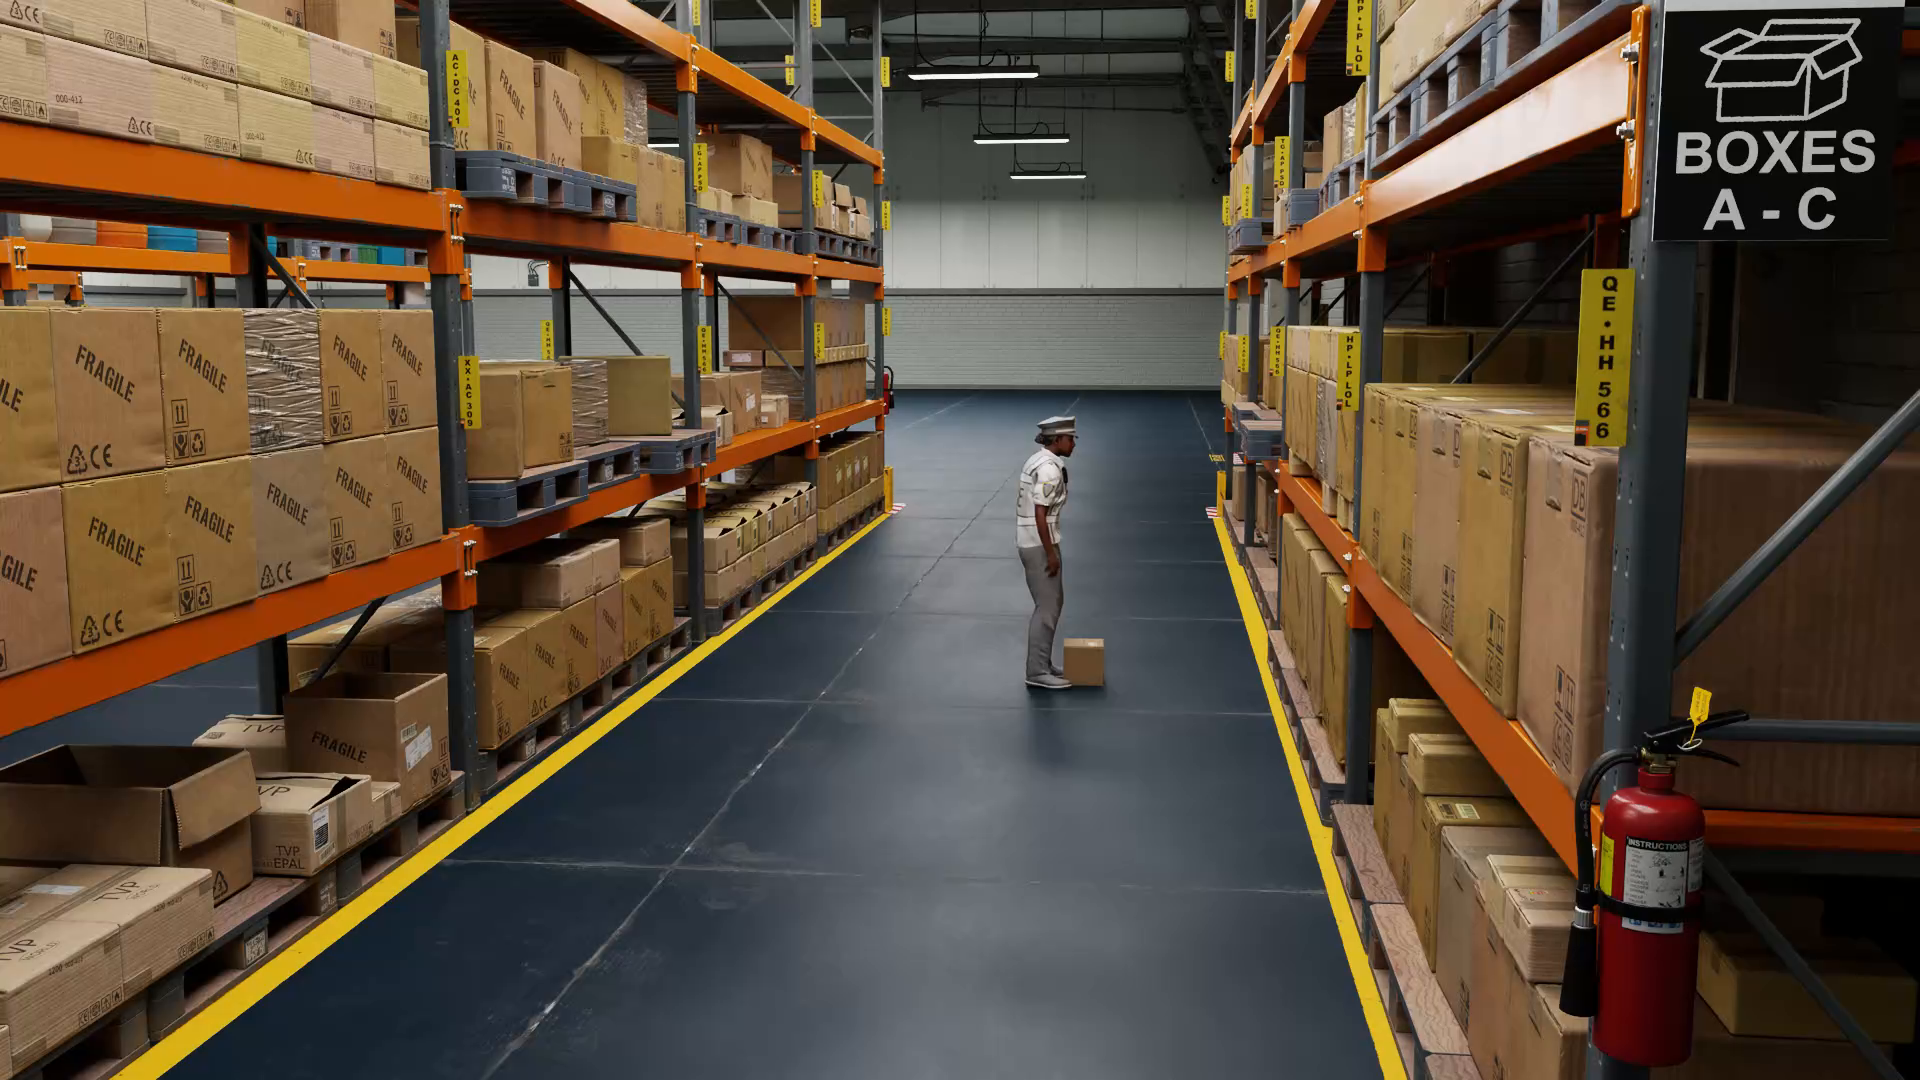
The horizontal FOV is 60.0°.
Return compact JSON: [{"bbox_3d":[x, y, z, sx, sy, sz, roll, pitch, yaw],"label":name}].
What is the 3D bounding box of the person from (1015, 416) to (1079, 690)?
[{"bbox_3d":[0.538,0.064,10.330,0.394,1.659,0.532,0,8,3],"label":"person"}]
